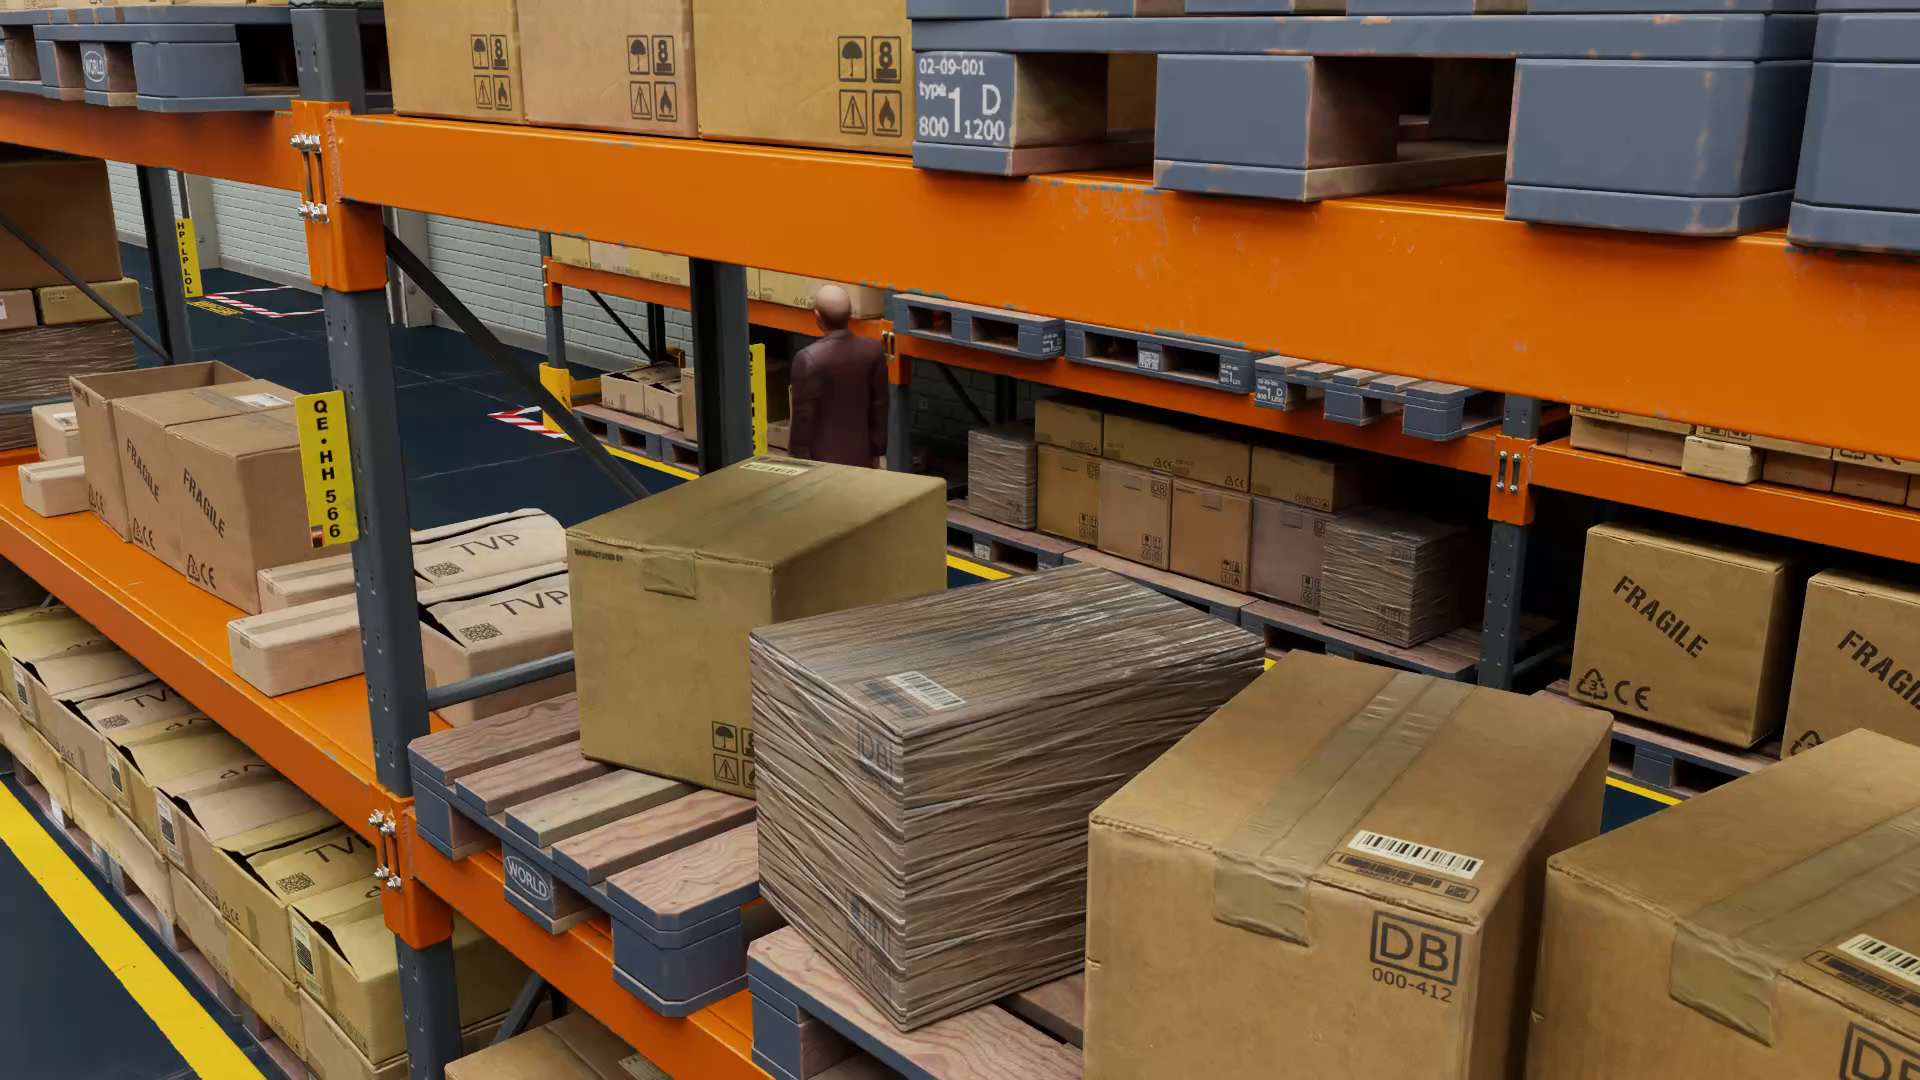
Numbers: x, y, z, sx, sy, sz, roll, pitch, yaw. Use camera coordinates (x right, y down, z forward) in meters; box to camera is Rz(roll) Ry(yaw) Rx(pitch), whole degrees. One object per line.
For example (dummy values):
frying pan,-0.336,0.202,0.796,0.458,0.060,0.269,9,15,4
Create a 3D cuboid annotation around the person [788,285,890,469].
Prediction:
person,-0.601,-0.392,8.279,0.576,1.761,0.686,-13,21,-37
